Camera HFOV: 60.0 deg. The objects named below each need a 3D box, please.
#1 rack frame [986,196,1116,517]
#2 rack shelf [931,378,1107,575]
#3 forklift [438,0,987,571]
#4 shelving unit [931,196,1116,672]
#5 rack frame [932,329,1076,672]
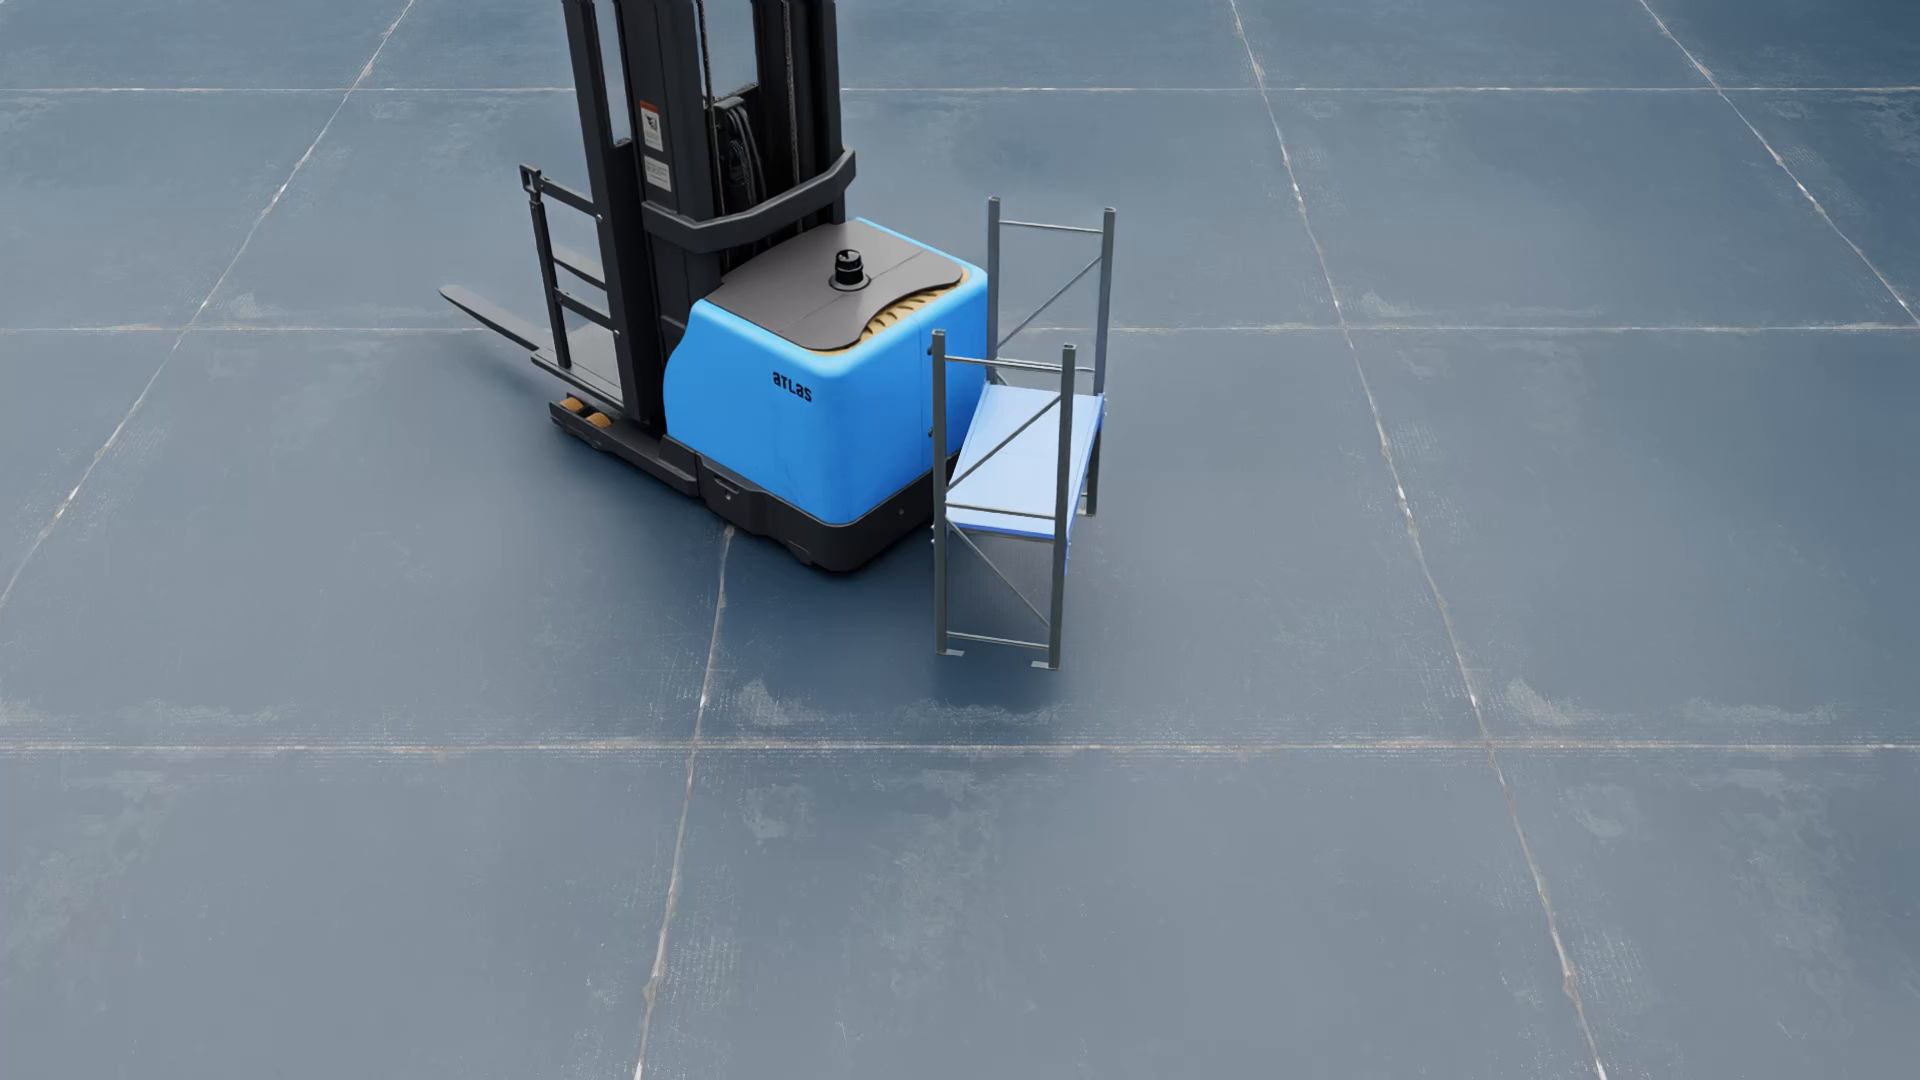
[{"bbox_3d":[0.358,-0.727,6.958,0.500,1.500,0.032,7,39,9],"label":"rack frame"},{"bbox_3d":[0.254,-0.276,6.682,0.538,0.185,1.000,7,39,9],"label":"rack shelf"},{"bbox_3d":[-1.300,-1.794,7.145,3.031,2.935,1.130,28,47,31],"label":"forklift"},{"bbox_3d":[0.254,-0.416,6.570,0.538,1.500,1.048,7,39,9],"label":"shelving unit"},{"bbox_3d":[0.150,-0.105,6.181,0.500,1.500,0.032,7,39,9],"label":"rack frame"}]
